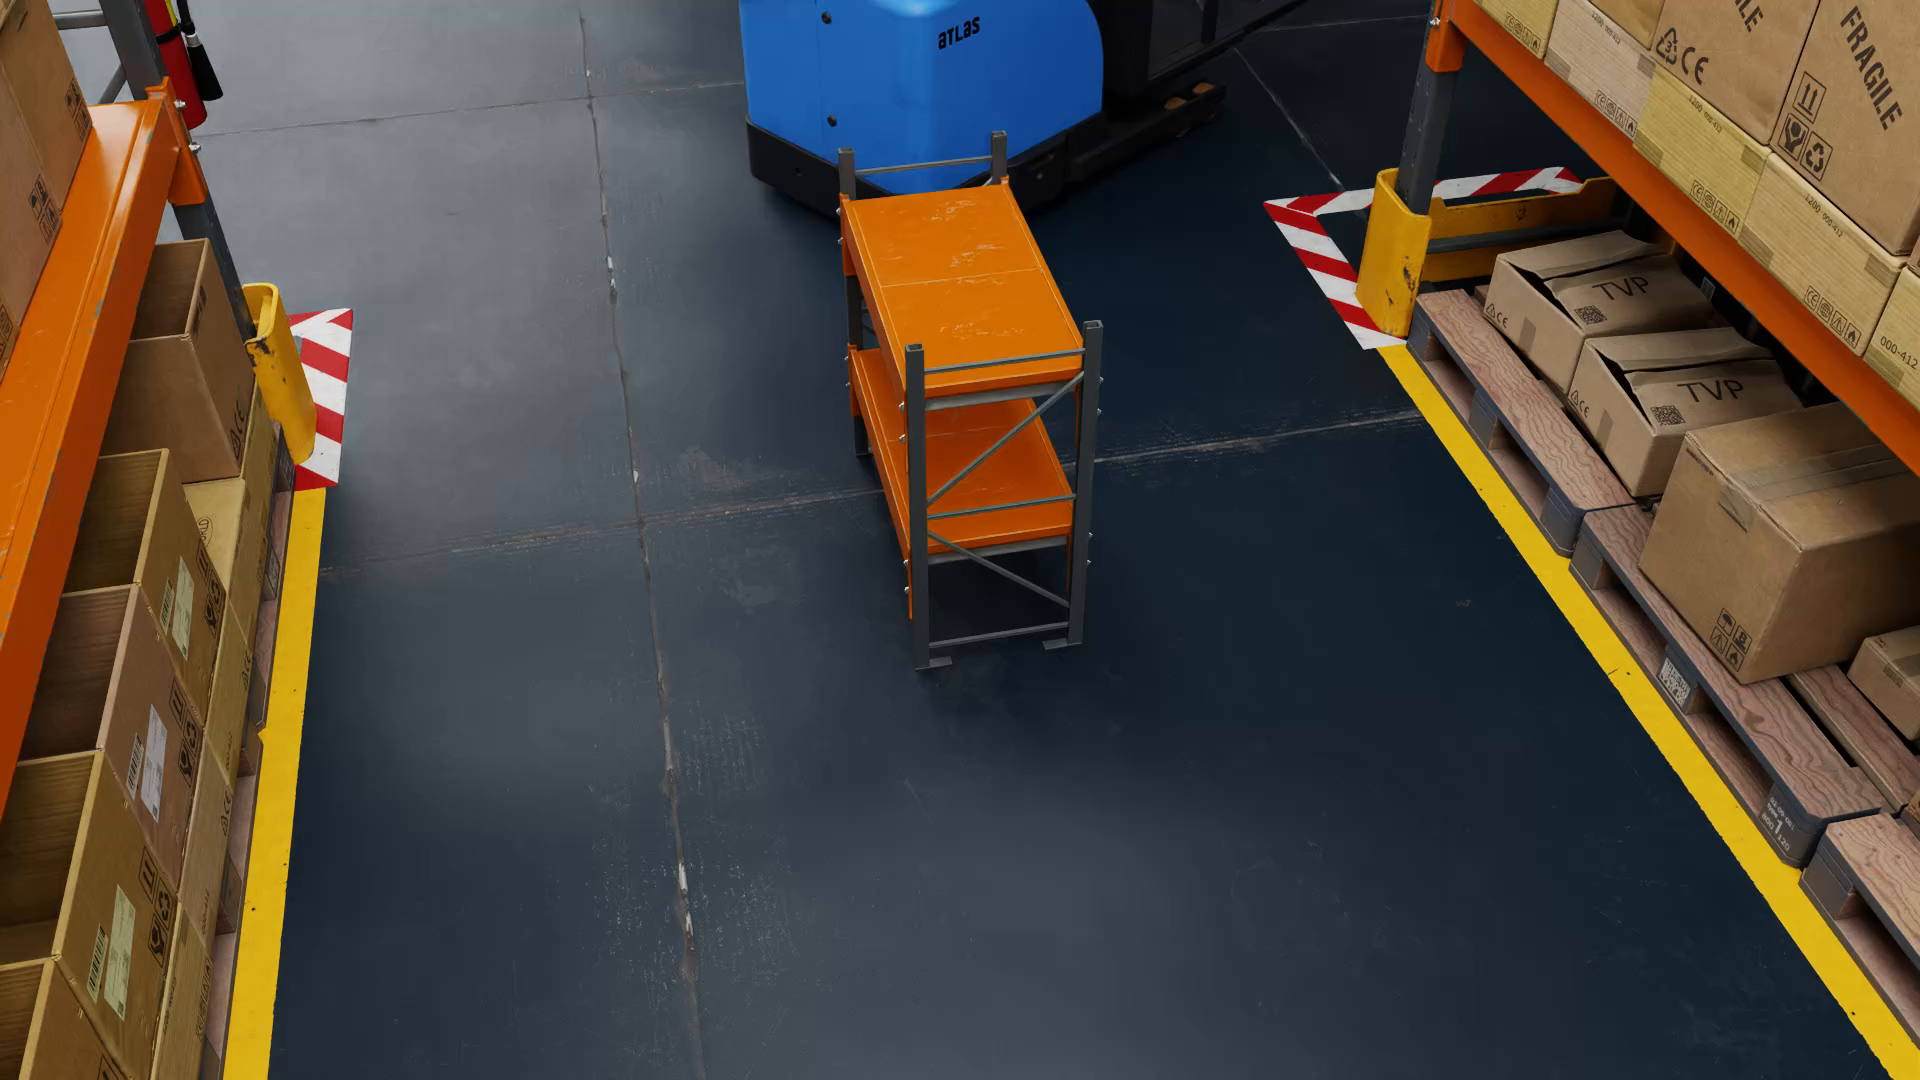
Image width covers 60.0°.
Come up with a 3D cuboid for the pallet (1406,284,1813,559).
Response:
[{"bbox_3d":[2.232,-0.476,5.628,1.003,0.211,1.213,-8,42,-9],"label":"pallet"}]

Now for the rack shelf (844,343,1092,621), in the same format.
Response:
[{"bbox_3d":[0.001,-0.233,5.034,0.538,0.278,1.000,-8,42,-9],"label":"rack shelf"}]

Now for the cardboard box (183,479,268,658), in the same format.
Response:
[{"bbox_3d":[-2.238,0.111,4.620,0.500,0.250,0.500,-8,42,-9],"label":"cardboard box"}]

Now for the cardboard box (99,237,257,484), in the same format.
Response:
[{"bbox_3d":[-2.355,-0.492,4.735,0.500,0.500,0.500,-8,42,-9],"label":"cardboard box"}]

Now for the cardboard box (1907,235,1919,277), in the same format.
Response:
[{"bbox_3d":[2.322,-0.652,3.258,0.500,0.500,0.500,-9,42,-11],"label":"cardboard box"}]

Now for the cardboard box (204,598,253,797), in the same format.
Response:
[{"bbox_3d":[-2.128,0.435,4.256,0.500,0.250,0.500,-8,42,-9],"label":"cardboard box"}]

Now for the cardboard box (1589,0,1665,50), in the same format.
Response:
[{"bbox_3d":[1.981,-1.658,4.391,0.500,0.500,0.500,-8,42,-9],"label":"cardboard box"}]

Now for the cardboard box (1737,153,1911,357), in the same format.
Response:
[{"bbox_3d":[2.207,-0.696,3.873,0.500,0.250,0.500,-8,42,-9],"label":"cardboard box"}]

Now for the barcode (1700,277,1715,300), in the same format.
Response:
[{"bbox_3d":[2.531,-0.847,5.632,0.001,0.075,0.075,-8,42,-9],"label":"barcode"}]

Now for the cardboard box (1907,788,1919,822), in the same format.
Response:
[{"bbox_3d":[2.675,0.596,3.871,0.500,0.500,0.500,-11,43,-12],"label":"cardboard box"}]

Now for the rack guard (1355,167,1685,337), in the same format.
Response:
[{"bbox_3d":[2.091,-1.116,6.131,1.175,0.500,0.348,-8,42,-9],"label":"rack guard"}]

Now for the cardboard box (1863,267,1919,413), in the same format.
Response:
[{"bbox_3d":[2.317,-0.370,3.506,0.500,0.250,0.500,-9,42,-10],"label":"cardboard box"}]

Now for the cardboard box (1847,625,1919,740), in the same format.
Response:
[{"bbox_3d":[2.612,0.355,4.407,0.380,0.149,0.250,-12,43,-13],"label":"cardboard box"}]

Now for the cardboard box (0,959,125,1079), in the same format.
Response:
[{"bbox_3d":[-1.808,1.127,2.911,0.500,0.500,0.500,-8,42,-9],"label":"cardboard box"}]

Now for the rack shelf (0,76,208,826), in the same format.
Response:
[{"bbox_3d":[-2.330,0.177,3.332,1.077,0.370,4.000,-8,42,-9],"label":"rack shelf"}]

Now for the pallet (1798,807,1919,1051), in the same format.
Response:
[{"bbox_3d":[2.759,1.105,3.846,1.003,0.211,1.213,-8,42,-9],"label":"pallet"}]

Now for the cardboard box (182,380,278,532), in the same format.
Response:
[{"bbox_3d":[-2.357,-0.211,4.984,0.500,0.250,0.500,-8,42,-9],"label":"cardboard box"}]

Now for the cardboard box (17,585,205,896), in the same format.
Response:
[{"bbox_3d":[-2.018,0.478,3.642,0.500,0.500,0.500,-8,42,-9],"label":"cardboard box"}]

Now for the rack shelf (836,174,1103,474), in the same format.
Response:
[{"bbox_3d":[0.001,-0.635,4.677,0.538,0.278,1.000,-8,42,-9],"label":"rack shelf"}]

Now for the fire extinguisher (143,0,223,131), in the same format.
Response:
[{"bbox_3d":[-2.333,-1.502,4.741,0.296,0.674,0.183,-8,42,-9],"label":"fire extinguisher"}]

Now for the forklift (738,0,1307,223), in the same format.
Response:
[{"bbox_3d":[0.518,-3.055,6.484,1.130,2.935,3.031,32,51,31],"label":"forklift"}]

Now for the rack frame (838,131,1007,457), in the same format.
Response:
[{"bbox_3d":[-0.108,-0.746,5.243,0.500,1.125,0.032,-8,42,-9],"label":"rack frame"}]

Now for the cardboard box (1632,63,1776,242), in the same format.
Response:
[{"bbox_3d":[2.100,-1.024,4.242,0.500,0.250,0.500,-9,42,-10],"label":"cardboard box"}]

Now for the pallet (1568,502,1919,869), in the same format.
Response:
[{"bbox_3d":[2.492,0.313,4.739,1.003,0.211,1.213,-8,42,-9],"label":"pallet"}]

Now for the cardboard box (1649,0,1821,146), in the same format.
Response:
[{"bbox_3d":[2.087,-1.322,4.013,0.500,0.500,0.500,-10,42,-11],"label":"cardboard box"}]

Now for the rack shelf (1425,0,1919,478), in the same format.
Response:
[{"bbox_3d":[2.506,-0.535,4.135,1.077,0.370,4.000,-8,42,-9],"label":"rack shelf"}]

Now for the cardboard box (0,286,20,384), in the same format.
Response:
[{"bbox_3d":[-2.454,-0.459,3.432,0.700,0.500,0.500,-8,42,-9],"label":"cardboard box"}]

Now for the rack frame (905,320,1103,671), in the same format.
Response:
[{"bbox_3d":[0.111,-0.087,4.500,0.500,1.125,0.032,-8,42,-9],"label":"rack frame"}]

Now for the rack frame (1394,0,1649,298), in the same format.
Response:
[{"bbox_3d":[2.075,-2.100,5.356,1.000,3.000,0.127,-8,42,-9],"label":"rack frame"}]

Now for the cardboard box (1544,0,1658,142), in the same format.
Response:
[{"bbox_3d":[1.996,-1.355,4.615,0.500,0.250,0.500,-10,42,-11],"label":"cardboard box"}]

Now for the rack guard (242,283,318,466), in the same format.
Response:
[{"bbox_3d":[-2.767,-0.469,5.401,1.175,0.500,0.348,-8,42,-9],"label":"rack guard"}]

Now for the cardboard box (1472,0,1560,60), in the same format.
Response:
[{"bbox_3d":[1.870,-1.690,4.992,0.500,0.250,0.500,-9,42,-11],"label":"cardboard box"}]

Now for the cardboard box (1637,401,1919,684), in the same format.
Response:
[{"bbox_3d":[2.369,-0.016,4.560,0.700,0.500,0.500,-11,43,-12],"label":"cardboard box"}]

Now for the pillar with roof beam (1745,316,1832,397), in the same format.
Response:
[{"bbox_3d":[-1.133,-3.397,2.298,9.100,9.000,0.400,-8,42,-9],"label":"pillar with roof beam"}]

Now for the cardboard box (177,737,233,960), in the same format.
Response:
[{"bbox_3d":[-2.022,0.759,3.890,0.500,0.250,0.500,-8,42,-9],"label":"cardboard box"}]

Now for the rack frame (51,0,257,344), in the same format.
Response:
[{"bbox_3d":[-2.762,-1.388,4.554,1.000,3.000,0.127,-8,42,-9],"label":"rack frame"}]

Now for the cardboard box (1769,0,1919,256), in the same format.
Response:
[{"bbox_3d":[2.210,-0.989,3.638,0.500,0.500,0.500,-7,42,-8],"label":"cardboard box"}]

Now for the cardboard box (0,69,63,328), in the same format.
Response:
[{"bbox_3d":[-2.555,-0.781,3.795,0.700,0.500,0.500,-7,42,-8],"label":"cardboard box"}]

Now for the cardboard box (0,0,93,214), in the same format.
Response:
[{"bbox_3d":[-2.673,-1.121,4.178,0.700,0.500,0.500,-8,42,-9],"label":"cardboard box"}]

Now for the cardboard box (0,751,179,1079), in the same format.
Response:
[{"bbox_3d":[-1.908,0.802,3.277,0.500,0.500,0.500,-8,42,-9],"label":"cardboard box"}]

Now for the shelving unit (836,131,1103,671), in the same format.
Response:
[{"bbox_3d":[0.001,-0.416,4.872,0.538,1.125,1.048,-8,42,-9],"label":"shelving unit"}]

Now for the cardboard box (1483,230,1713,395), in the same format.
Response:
[{"bbox_3d":[2.136,-0.798,5.583,0.500,0.311,0.500,-13,43,-14],"label":"cardboard box"}]

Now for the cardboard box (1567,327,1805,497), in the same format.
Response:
[{"bbox_3d":[2.259,-0.428,5.167,0.500,0.311,0.500,-5,42,-6],"label":"cardboard box"}]

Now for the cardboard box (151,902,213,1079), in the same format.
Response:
[{"bbox_3d":[-1.908,1.082,3.526,0.500,0.250,0.500,-8,42,-9],"label":"cardboard box"}]

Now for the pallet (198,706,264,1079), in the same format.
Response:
[{"bbox_3d":[-2.296,0.934,4.039,1.003,0.211,1.213,-8,42,-9],"label":"pallet"}]

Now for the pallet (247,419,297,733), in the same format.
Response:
[{"bbox_3d":[-2.556,0.144,4.928,1.003,0.211,1.213,-8,42,-9],"label":"pallet"}]

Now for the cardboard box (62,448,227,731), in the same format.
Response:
[{"bbox_3d":[-2.125,0.154,4.007,0.500,0.500,0.500,-8,42,-9],"label":"cardboard box"}]
